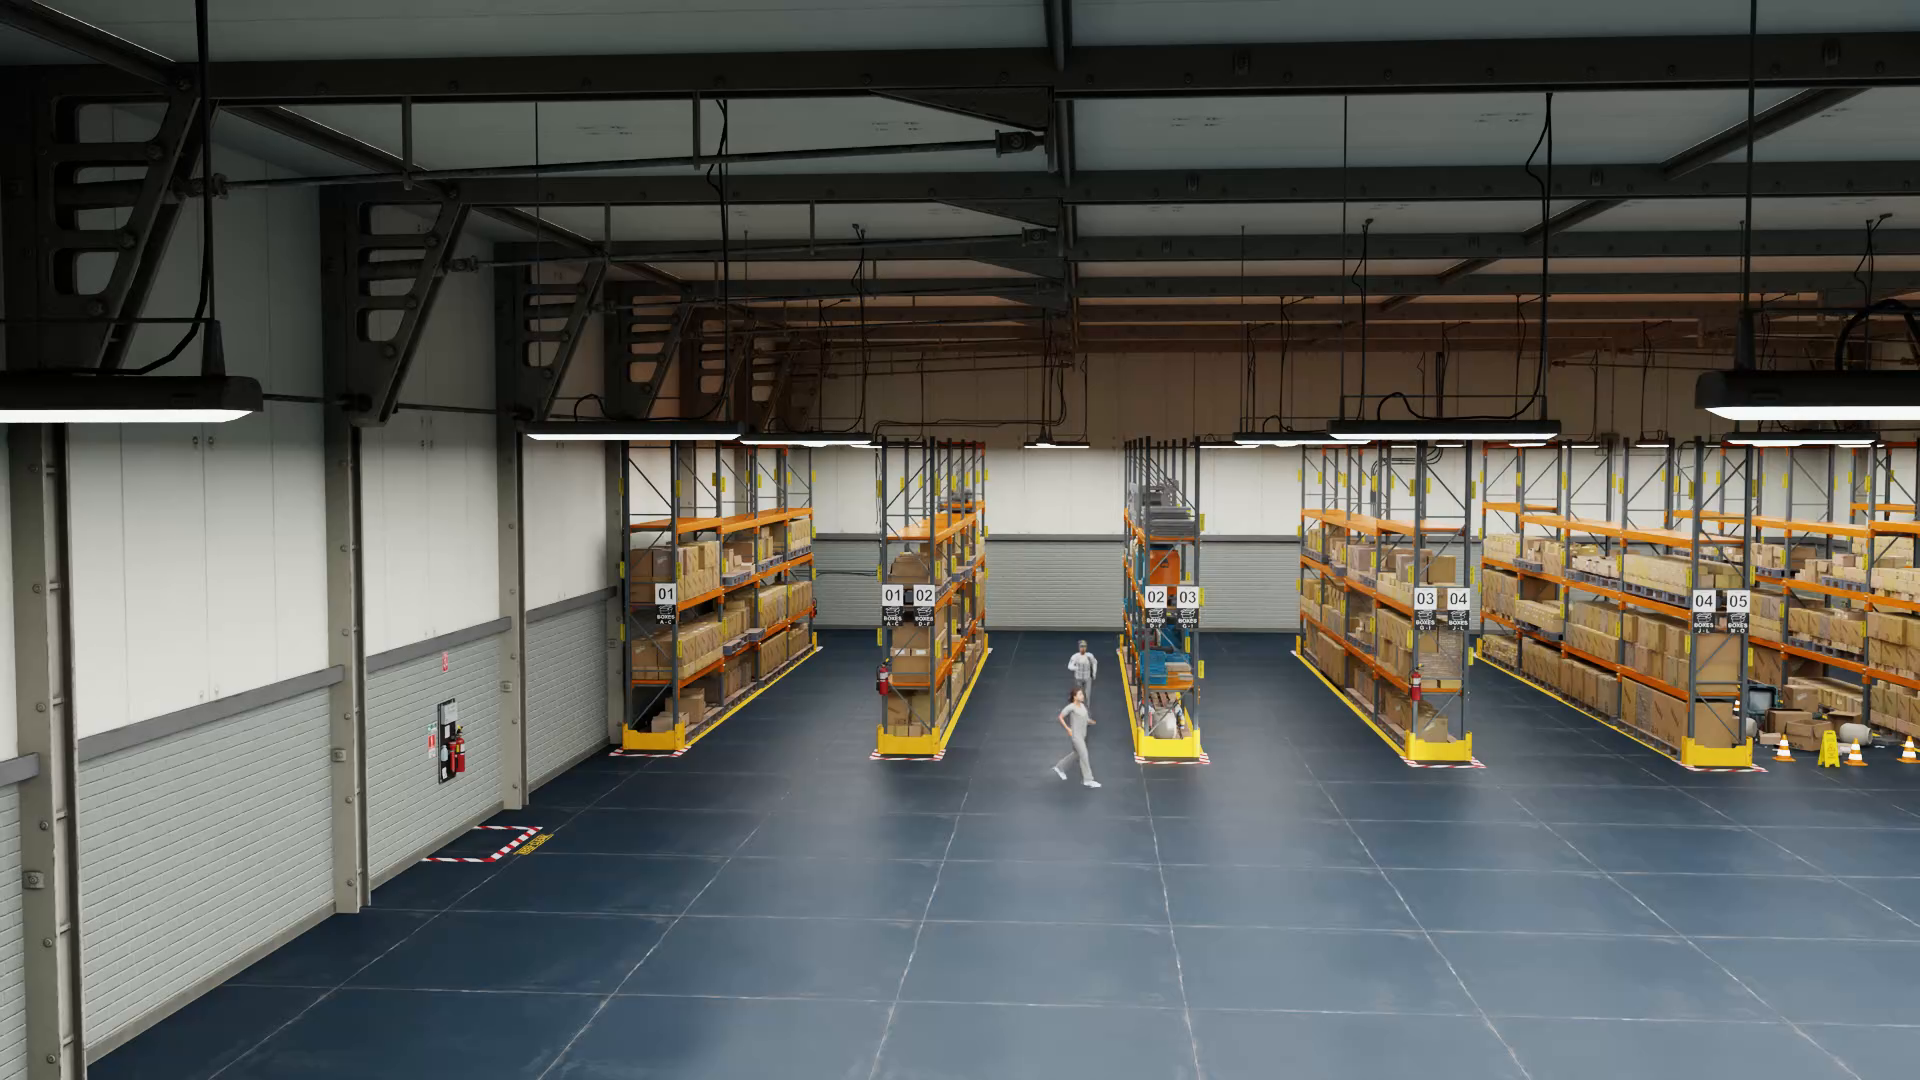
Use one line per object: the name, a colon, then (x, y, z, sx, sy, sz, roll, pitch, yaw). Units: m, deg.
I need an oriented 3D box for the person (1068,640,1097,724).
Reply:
person: (2.598, 2.982, 35.236, 0.612, 1.748, 0.805, 0, 3, 4)

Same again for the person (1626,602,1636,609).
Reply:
person: (19.050, 2.257, 47.438, 0.673, 1.683, 0.677, 0, 3, 5)

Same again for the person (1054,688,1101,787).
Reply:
person: (1.993, 3.341, 28.363, 0.964, 1.652, 0.579, 2, 4, 35)

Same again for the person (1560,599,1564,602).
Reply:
person: (17.065, 2.364, 47.385, 0.735, 1.699, 0.588, 0, 3, -3)
